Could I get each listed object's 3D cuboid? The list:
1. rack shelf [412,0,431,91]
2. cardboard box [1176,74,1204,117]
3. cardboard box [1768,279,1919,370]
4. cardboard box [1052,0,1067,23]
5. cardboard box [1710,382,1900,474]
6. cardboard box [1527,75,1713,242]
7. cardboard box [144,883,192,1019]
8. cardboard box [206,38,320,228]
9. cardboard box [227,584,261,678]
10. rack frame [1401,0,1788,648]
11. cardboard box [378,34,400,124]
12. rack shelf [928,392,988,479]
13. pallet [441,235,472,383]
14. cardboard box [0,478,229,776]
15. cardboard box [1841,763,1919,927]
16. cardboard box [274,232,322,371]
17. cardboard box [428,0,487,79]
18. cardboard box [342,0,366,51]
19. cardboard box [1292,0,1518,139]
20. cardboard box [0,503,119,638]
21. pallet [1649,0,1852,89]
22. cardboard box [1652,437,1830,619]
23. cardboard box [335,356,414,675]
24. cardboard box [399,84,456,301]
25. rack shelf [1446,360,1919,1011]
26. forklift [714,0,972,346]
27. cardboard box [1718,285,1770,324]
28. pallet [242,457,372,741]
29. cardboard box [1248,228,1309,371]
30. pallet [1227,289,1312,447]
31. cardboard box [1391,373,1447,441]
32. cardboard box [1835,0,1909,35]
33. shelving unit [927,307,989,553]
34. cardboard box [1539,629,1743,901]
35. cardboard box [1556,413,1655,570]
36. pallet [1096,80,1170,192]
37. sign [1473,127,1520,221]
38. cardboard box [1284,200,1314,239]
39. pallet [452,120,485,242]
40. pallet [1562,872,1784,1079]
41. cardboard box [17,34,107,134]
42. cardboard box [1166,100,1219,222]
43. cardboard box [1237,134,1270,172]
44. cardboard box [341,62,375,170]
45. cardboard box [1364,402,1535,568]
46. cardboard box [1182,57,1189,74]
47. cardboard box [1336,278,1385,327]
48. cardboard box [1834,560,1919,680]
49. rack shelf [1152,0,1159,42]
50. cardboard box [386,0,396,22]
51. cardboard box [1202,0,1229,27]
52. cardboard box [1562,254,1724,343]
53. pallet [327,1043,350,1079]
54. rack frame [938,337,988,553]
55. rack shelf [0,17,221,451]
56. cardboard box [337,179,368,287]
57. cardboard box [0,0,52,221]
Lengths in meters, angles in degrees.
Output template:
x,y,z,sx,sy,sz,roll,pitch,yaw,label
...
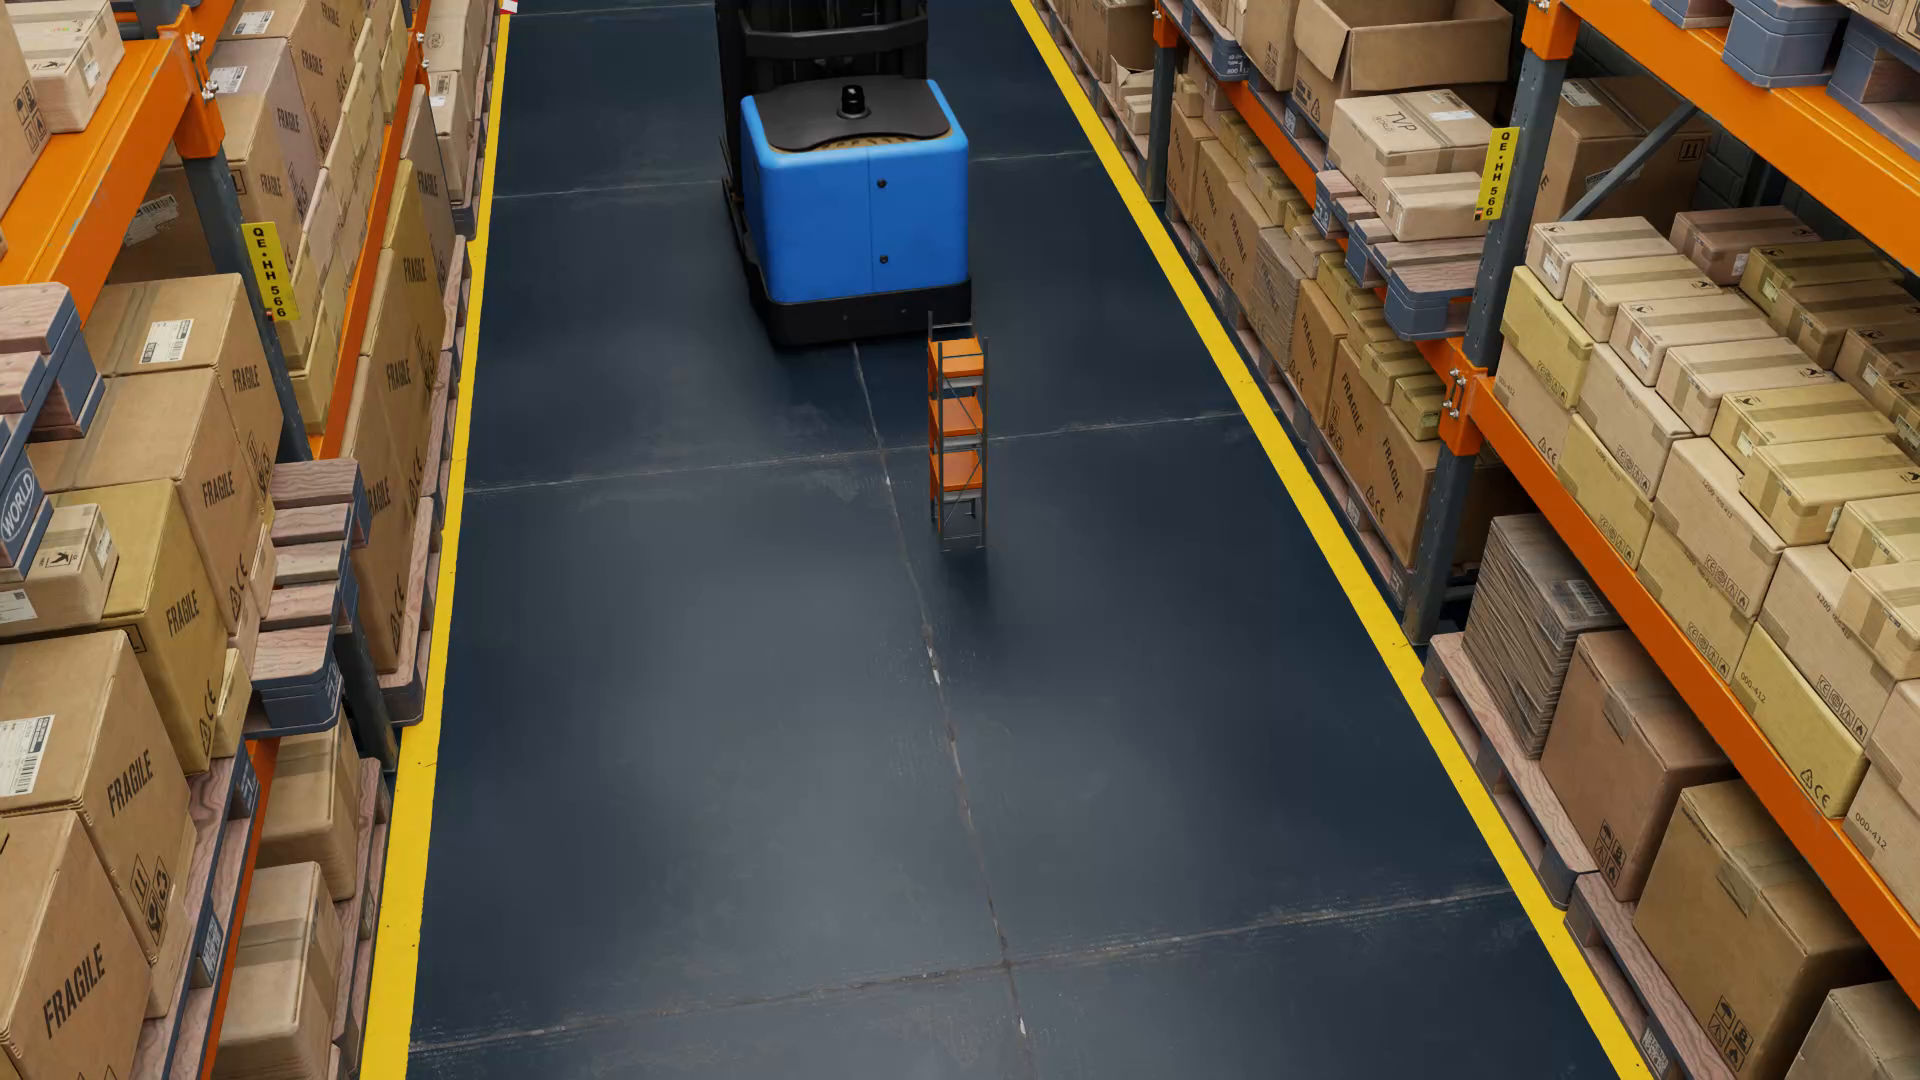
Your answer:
x,y,z,sx,sy,sz,roll,pitch,yaw,label
-3.637,-3.645,10.083,1.077,0.370,4.000,-6,38,-8,rack shelf
1.401,-2.446,9.120,0.380,0.149,0.250,-5,38,-6,cardboard box
2.699,-0.653,5.035,0.380,0.149,0.250,-6,38,-8,cardboard box
1.024,-3.951,11.586,0.700,0.500,0.500,-5,38,-6,cardboard box
2.317,-0.294,4.573,0.380,0.149,0.250,-6,38,-7,cardboard box
2.365,-1.374,6.150,0.500,0.500,0.500,-5,38,-6,cardboard box
-1.871,0.887,3.526,0.380,0.149,0.250,-5,38,-6,cardboard box
-2.527,-1.362,5.661,0.500,0.500,0.500,-6,38,-8,cardboard box
-2.053,0.256,4.338,0.380,0.149,0.250,-8,39,-10,cardboard box
2.301,-0.841,5.887,1.000,3.000,0.127,-6,38,-8,rack frame
-2.871,-2.110,7.643,0.500,0.250,0.500,-7,38,-9,cardboard box
-0.009,-0.439,6.976,0.215,0.259,0.240,-6,38,-8,rack shelf
-3.077,-1.162,8.573,1.003,0.211,1.213,-6,38,-8,pallet
-2.040,0.233,3.839,0.500,0.500,0.500,-9,39,-11,cardboard box
2.506,0.752,3.959,0.500,0.250,0.500,-6,38,-8,cardboard box
-2.431,-0.775,5.518,0.500,0.250,0.500,-6,38,-8,cardboard box
-3.605,-3.351,10.864,0.875,0.438,0.875,-5,38,-7,cardboard box
-2.793,-2.292,6.859,0.500,0.500,0.500,-5,38,-7,cardboard box
1.833,-2.013,6.970,0.797,0.503,0.637,-7,38,-9,cardboard box
-2.020,0.074,3.515,0.380,0.149,0.250,-8,39,-10,cardboard box
2.508,-1.550,4.510,1.213,0.211,1.003,-5,38,-6,pallet
2.299,-0.064,4.602,0.500,0.250,0.500,-7,38,-9,cardboard box
-2.624,-0.058,6.269,0.875,0.875,0.875,-7,38,-8,cardboard box
-3.099,-1.682,8.359,0.875,0.875,0.875,-5,38,-7,cardboard box
2.652,0.651,4.553,1.077,0.370,4.000,-6,38,-8,rack shelf
-0.775,-3.046,8.781,1.130,2.935,3.031,-8,39,-10,forklift
2.654,-0.738,5.469,0.500,0.250,0.500,-5,38,-7,cardboard box
-2.355,0.190,4.717,1.213,0.211,1.003,-6,38,-8,pallet
1.734,-1.183,8.023,0.500,0.500,0.500,-8,38,-10,cardboard box
1.997,-0.930,8.275,1.003,0.211,1.213,-6,38,-8,pallet
1.965,-0.547,6.675,0.380,0.149,0.250,-8,39,-10,cardboard box
2.375,-1.512,3.802,0.700,0.500,0.500,-7,38,-9,cardboard box
-0.009,-0.447,6.969,0.215,1.050,0.252,-6,38,-8,shelving unit
2.519,0.703,5.493,0.875,0.625,0.625,-5,38,-6,cardboard box
2.222,-0.183,5.163,0.500,0.250,0.500,-7,38,-9,cardboard box
1.480,-2.570,10.387,1.003,0.211,1.213,-6,38,-8,pallet
1.769,-1.203,5.474,0.100,0.325,0.005,-6,38,-8,sign
1.767,-1.505,7.908,0.380,0.149,0.250,-6,38,-8,cardboard box
-3.343,-2.087,9.765,1.003,0.211,1.213,-6,38,-8,pallet
2.618,1.497,5.151,1.003,0.211,1.213,-6,38,-8,pallet
-2.271,-1.073,3.946,0.380,0.149,0.250,-6,38,-8,cardboard box
1.463,-2.119,9.228,0.500,0.500,0.500,-5,38,-6,cardboard box
1.643,-1.970,8.507,0.380,0.149,0.250,-7,38,-9,cardboard box
-2.671,-1.698,6.705,0.500,0.250,0.500,-6,38,-7,cardboard box
2.015,-0.252,6.824,0.500,0.500,0.500,-5,38,-7,cardboard box
1.641,-2.983,10.626,0.380,0.149,0.250,-7,38,-9,cardboard box
1.883,-1.036,7.306,0.380,0.149,0.250,-5,38,-7,cardboard box
2.348,0.177,3.967,0.380,0.149,0.250,-7,38,-9,cardboard box
1.249,-4.181,10.773,1.077,0.370,4.000,-6,38,-8,rack shelf
-2.970,-2.619,7.891,0.500,0.250,0.500,-6,38,-8,cardboard box
1.555,-2.833,8.028,0.700,0.500,0.500,-6,38,-7,cardboard box
2.115,-0.751,5.162,0.380,0.149,0.250,-5,38,-7,cardboard box
-2.239,2.004,4.498,1.003,0.211,1.213,-6,38,-8,pallet
0.012,-0.373,6.875,0.200,1.050,0.008,-6,38,-8,rack frame
-2.234,0.003,2.943,1.077,0.370,4.000,-6,38,-8,rack shelf
-2.617,-1.194,6.464,0.500,0.250,0.500,-5,38,-6,cardboard box
-2.429,-0.955,3.508,0.700,0.500,0.500,-6,38,-8,cardboard box
